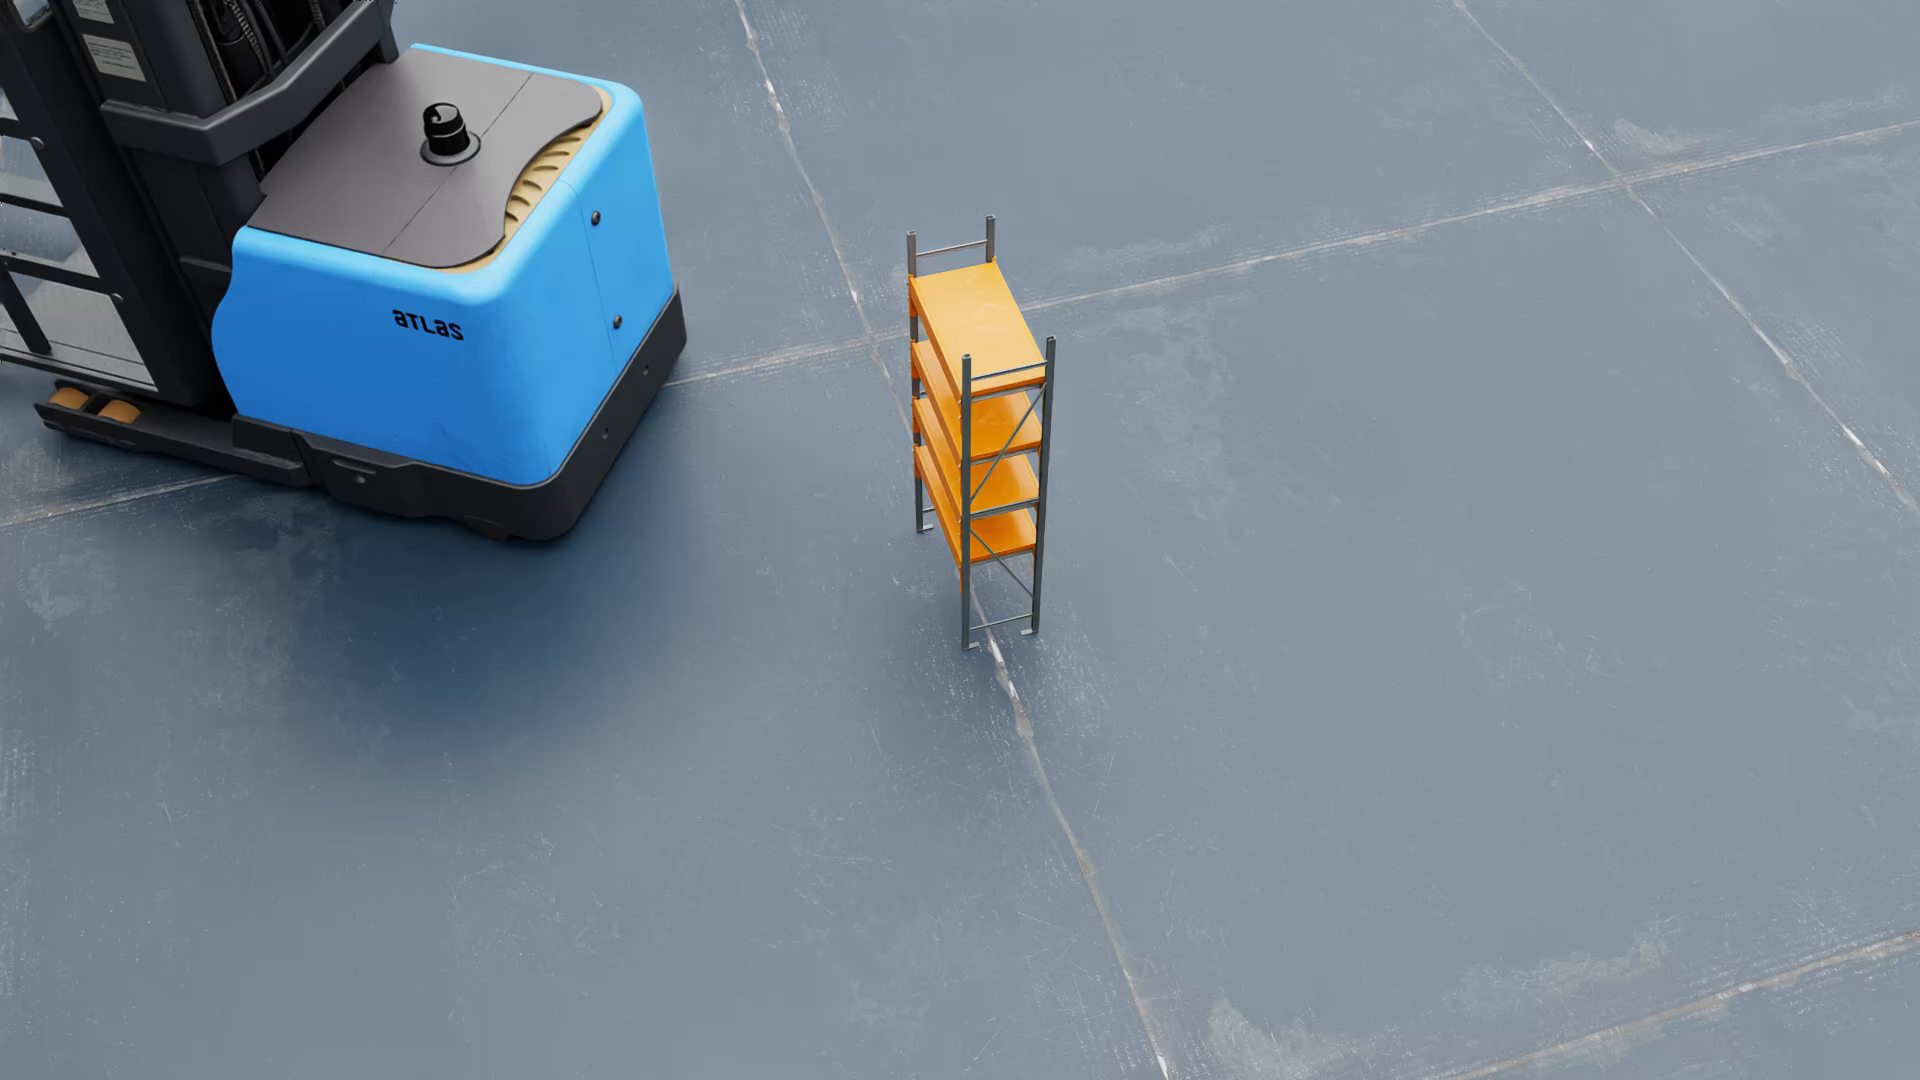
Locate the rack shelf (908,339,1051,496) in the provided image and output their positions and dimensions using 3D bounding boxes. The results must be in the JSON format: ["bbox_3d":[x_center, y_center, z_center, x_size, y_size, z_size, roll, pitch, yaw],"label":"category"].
[{"bbox_3d":[0.049,-0.367,4.570,0.258,0.148,0.480,-13,51,-11],"label":"rack shelf"}]

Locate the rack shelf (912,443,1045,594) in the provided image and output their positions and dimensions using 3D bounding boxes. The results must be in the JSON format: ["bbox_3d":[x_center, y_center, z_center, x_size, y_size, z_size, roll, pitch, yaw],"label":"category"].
[{"bbox_3d":[0.049,-0.094,4.893,0.258,0.148,0.480,-13,51,-11],"label":"rack shelf"}]

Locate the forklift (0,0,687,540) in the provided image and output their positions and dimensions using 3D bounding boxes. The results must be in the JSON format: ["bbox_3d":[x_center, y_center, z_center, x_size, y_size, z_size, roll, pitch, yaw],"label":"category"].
[{"bbox_3d":[-2.516,-1.613,4.693,3.031,2.935,1.130,14,51,11],"label":"forklift"}]

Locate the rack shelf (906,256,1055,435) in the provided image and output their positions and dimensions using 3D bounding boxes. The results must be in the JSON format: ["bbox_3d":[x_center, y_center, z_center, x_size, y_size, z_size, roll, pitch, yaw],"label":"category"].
[{"bbox_3d":[0.049,-0.519,4.389,0.258,0.148,0.480,-13,51,-11],"label":"rack shelf"}]

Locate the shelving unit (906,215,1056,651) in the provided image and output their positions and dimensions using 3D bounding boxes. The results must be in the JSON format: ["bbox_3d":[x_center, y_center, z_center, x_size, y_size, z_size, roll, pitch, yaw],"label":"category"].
[{"bbox_3d":[0.049,-0.266,4.689,0.258,1.200,0.503,-13,51,-11],"label":"shelving unit"}]

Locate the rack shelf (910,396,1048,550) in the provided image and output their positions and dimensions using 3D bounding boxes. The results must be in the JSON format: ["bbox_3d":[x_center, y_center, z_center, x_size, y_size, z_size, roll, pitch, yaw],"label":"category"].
[{"bbox_3d":[0.049,-0.222,4.741,0.258,0.148,0.480,-13,51,-11],"label":"rack shelf"}]

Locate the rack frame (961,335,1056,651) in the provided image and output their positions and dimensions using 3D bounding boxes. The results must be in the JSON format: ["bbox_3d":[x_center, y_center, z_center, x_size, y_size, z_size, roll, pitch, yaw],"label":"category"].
[{"bbox_3d":[0.121,-0.088,4.539,0.240,1.200,0.015,-13,51,-11],"label":"rack frame"}]

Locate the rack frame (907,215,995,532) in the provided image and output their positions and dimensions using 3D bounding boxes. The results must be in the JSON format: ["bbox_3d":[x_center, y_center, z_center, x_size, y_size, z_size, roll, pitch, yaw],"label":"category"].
[{"bbox_3d":[-0.023,-0.444,4.840,0.240,1.200,0.015,-13,51,-11],"label":"rack frame"}]
